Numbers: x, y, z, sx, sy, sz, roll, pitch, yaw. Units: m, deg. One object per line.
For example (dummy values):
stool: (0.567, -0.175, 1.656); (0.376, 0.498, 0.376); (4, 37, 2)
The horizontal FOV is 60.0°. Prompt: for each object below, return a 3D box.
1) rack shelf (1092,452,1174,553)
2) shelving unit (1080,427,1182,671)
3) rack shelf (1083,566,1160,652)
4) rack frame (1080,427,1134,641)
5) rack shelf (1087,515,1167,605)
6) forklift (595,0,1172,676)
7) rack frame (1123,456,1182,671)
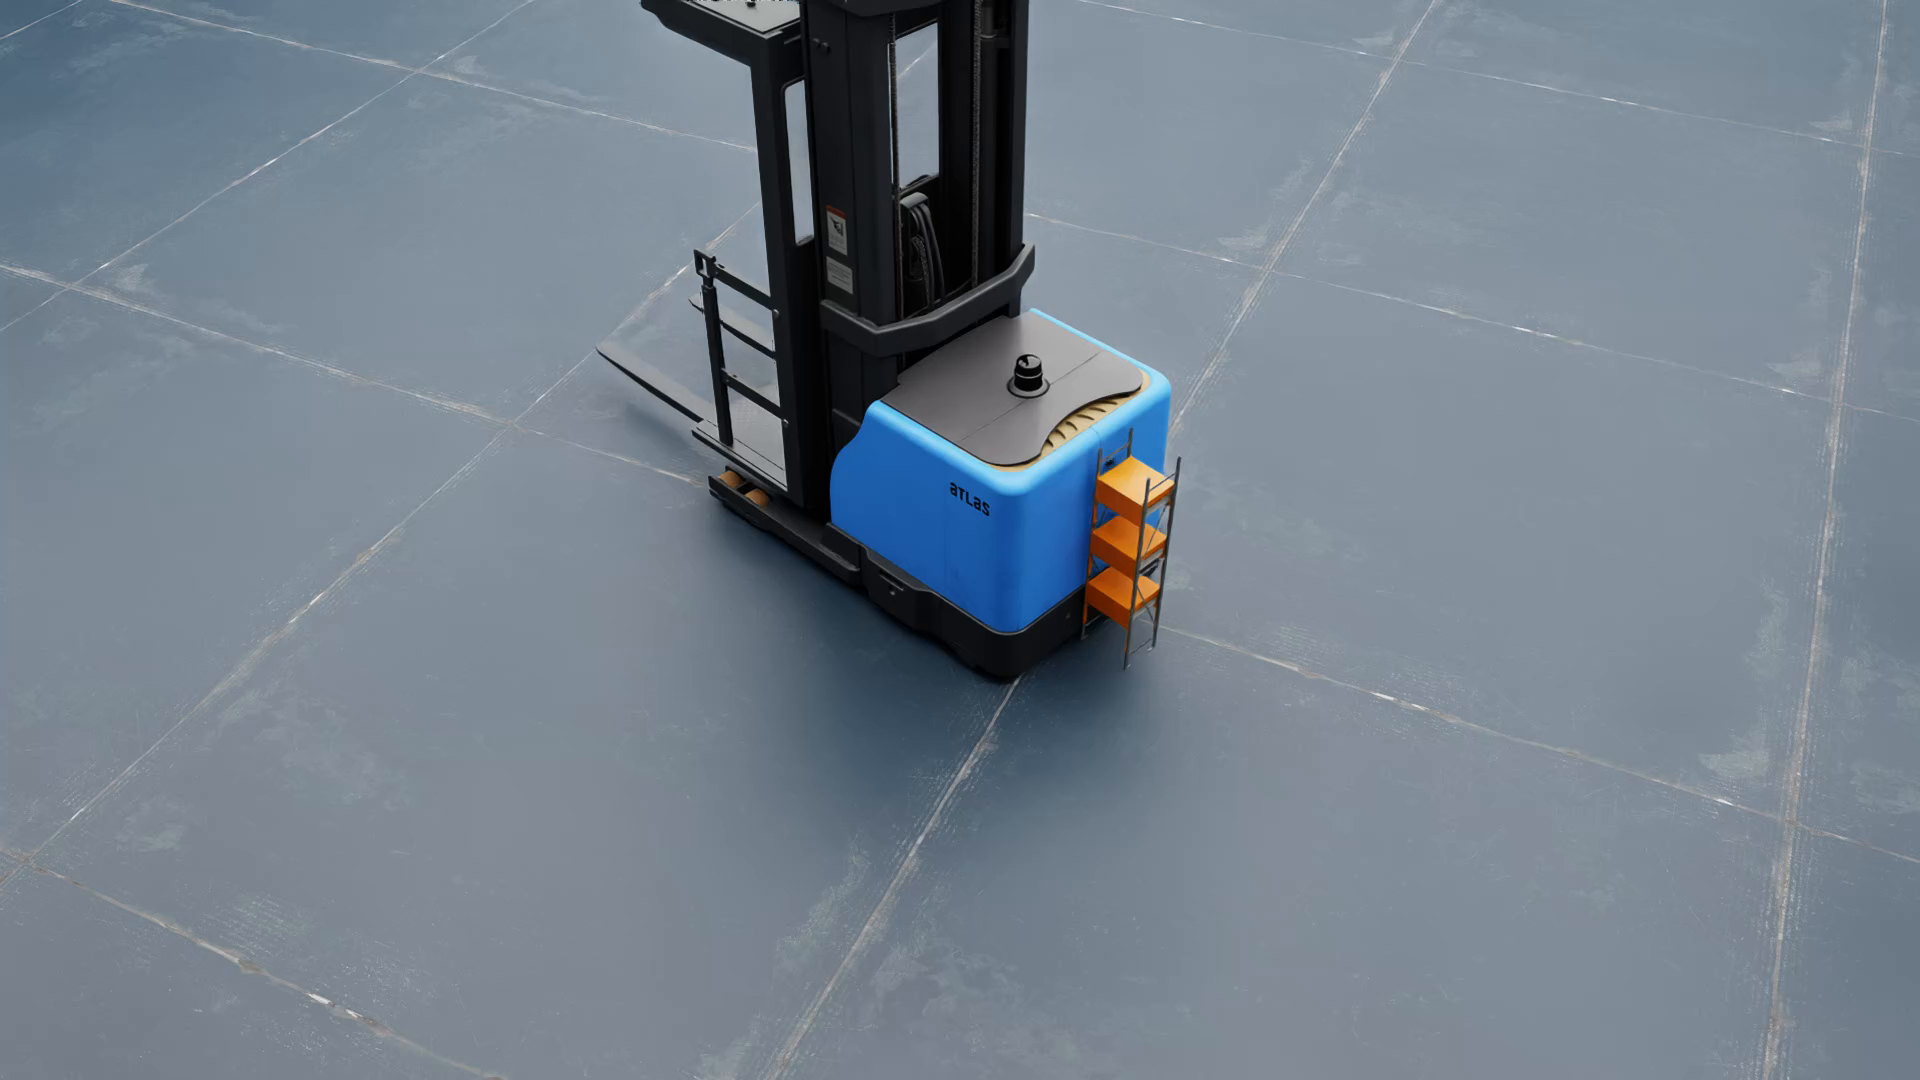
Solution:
rack shelf: (0.690, -0.150, 6.583); (0.215, 0.259, 0.240); (-33, 52, -32)
shelving unit: (0.685, 0.053, 6.766); (0.215, 1.050, 0.252); (-33, 52, -32)
rack shelf: (0.679, 0.268, 6.959); (0.215, 0.259, 0.240); (-33, 52, -32)
rack frame: (0.599, -0.006, 6.829); (0.200, 1.050, 0.008); (-33, 52, -32)
rack shelf: (0.684, 0.061, 6.773); (0.215, 0.259, 0.240); (-33, 52, -32)
forklift: (-0.532, -1.395, 7.006); (3.031, 2.935, 1.130); (32, 50, 32)
rack frame: (0.770, 0.113, 6.702); (0.200, 1.050, 0.008); (-33, 52, -32)
